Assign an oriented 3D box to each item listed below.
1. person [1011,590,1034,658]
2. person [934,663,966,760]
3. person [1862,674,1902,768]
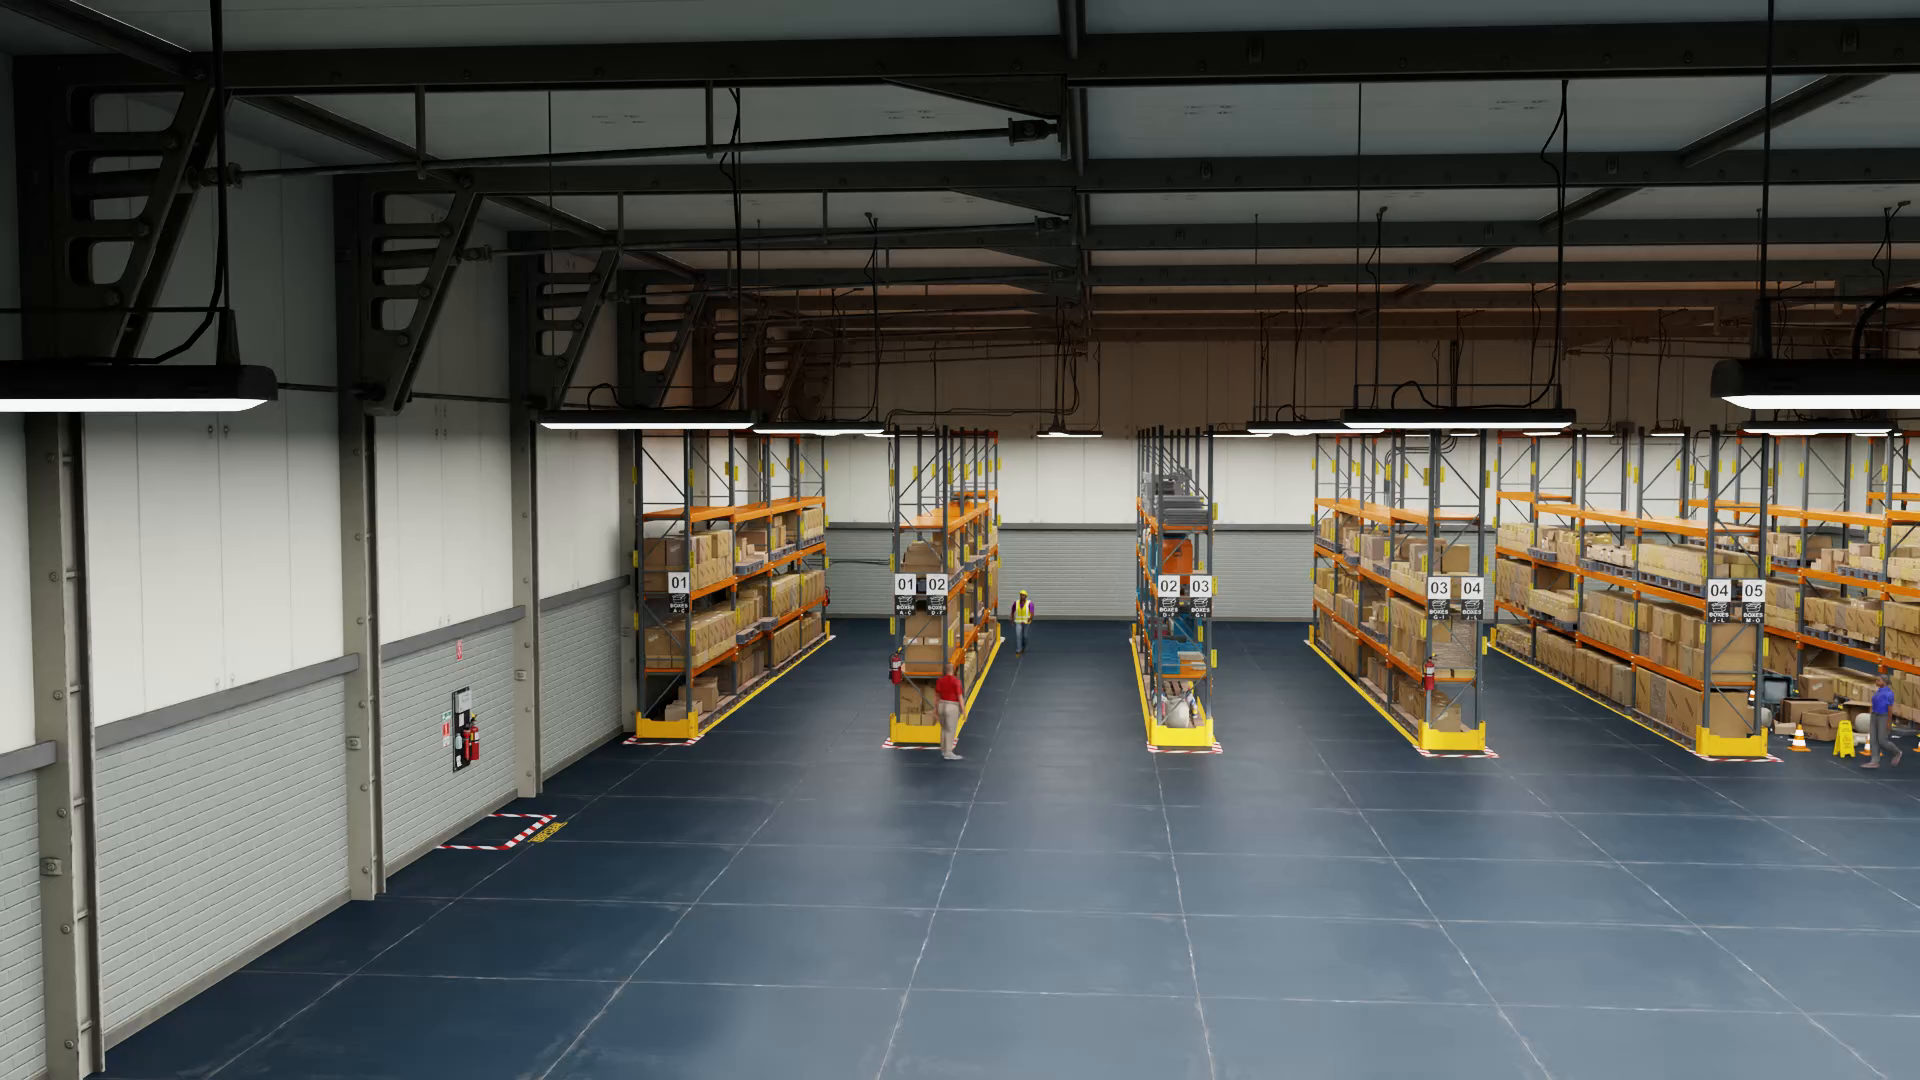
[{"bbox_3d":[1.658,2.222,44.226,0.633,1.766,0.953,0,3,5],"label":"person"},{"bbox_3d":[-0.138,3.078,29.928,0.506,1.748,0.600,-3,5,-43],"label":"person"},{"bbox_3d":[16.053,3.149,28.912,0.569,1.646,0.448,-1,4,-17],"label":"person"}]
